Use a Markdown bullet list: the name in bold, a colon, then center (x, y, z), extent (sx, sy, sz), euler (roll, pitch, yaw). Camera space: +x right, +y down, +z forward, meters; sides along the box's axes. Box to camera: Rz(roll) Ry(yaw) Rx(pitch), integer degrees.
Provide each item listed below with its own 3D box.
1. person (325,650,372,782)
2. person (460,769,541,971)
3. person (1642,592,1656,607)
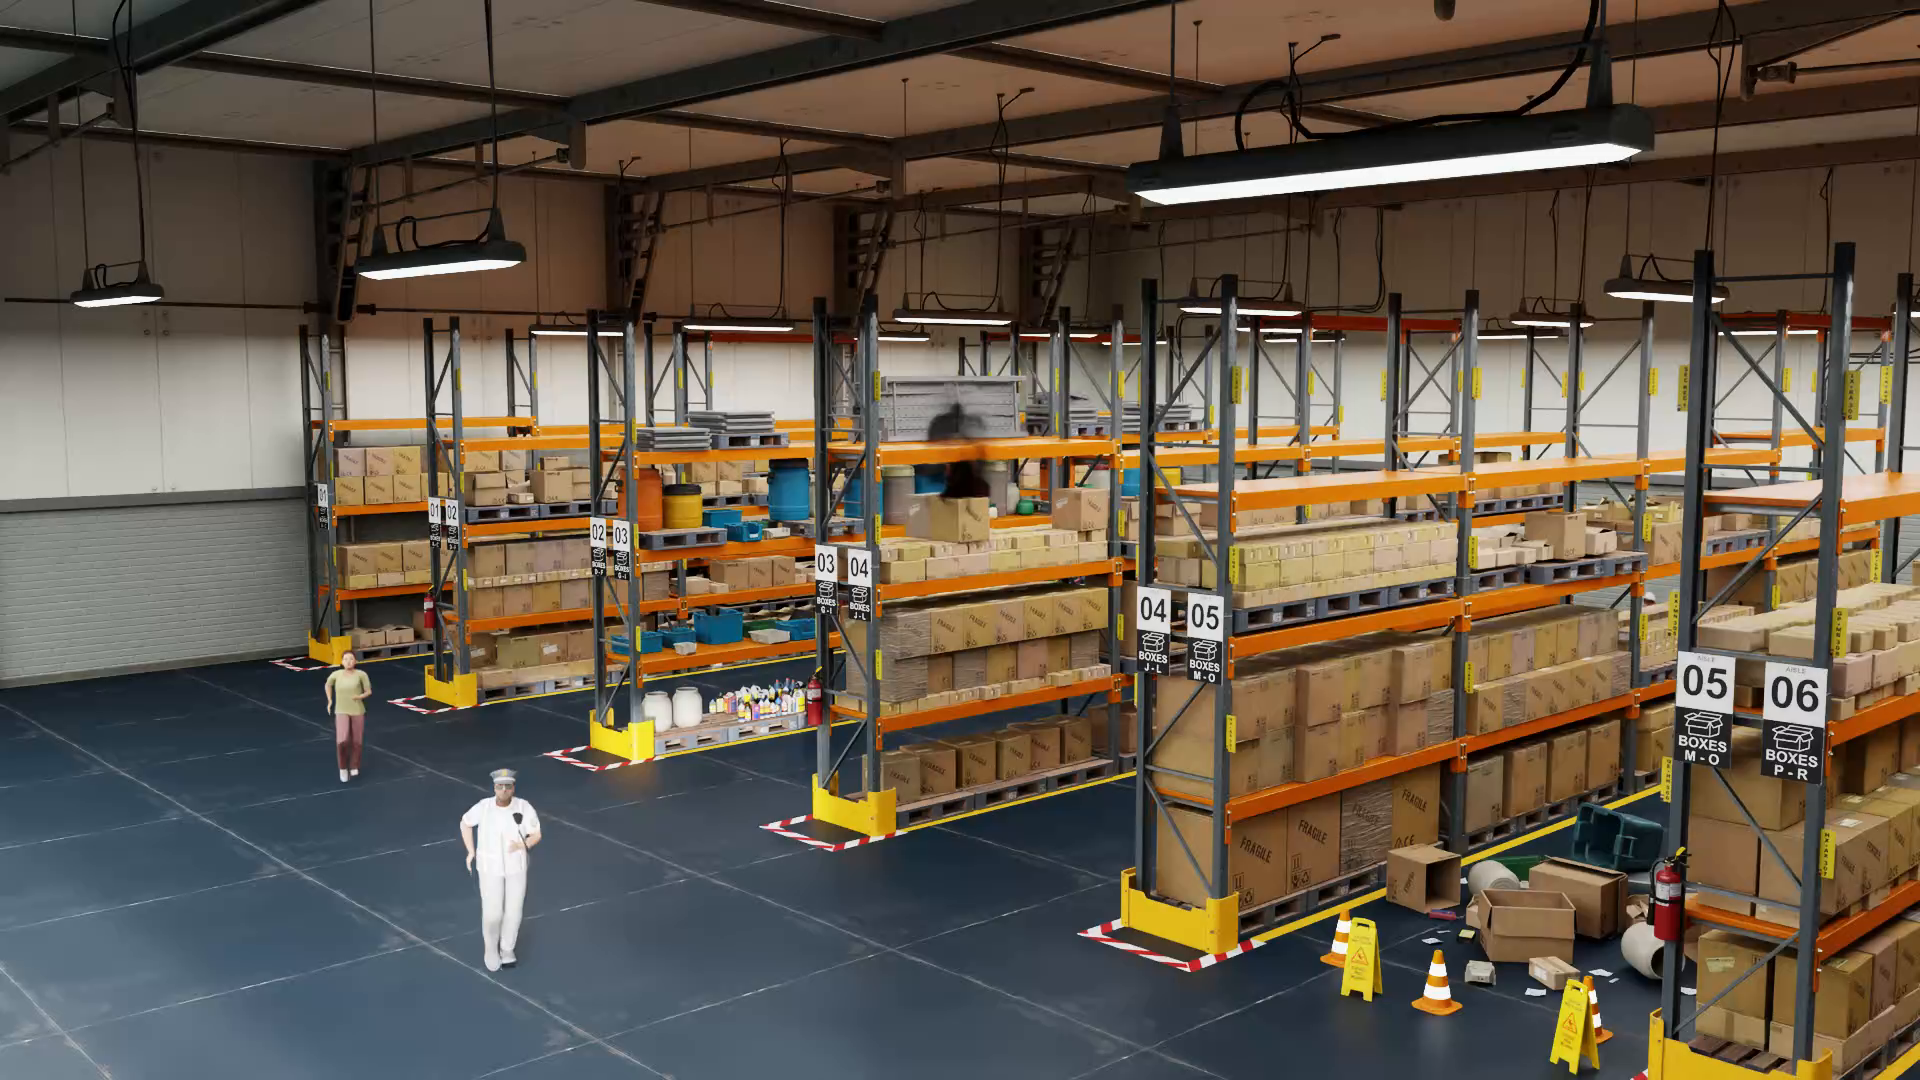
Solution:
- **person**: center (-7.710, 2.215, 21.001), extent (0.552, 1.669, 0.667), euler (-2, 6, -20)
- **person**: center (-3.936, 2.842, 14.339), extent (0.651, 1.769, 0.655), euler (-2, 6, -21)
- **person**: center (10.622, 1.707, 25.607), extent (0.900, 1.838, 0.581), euler (-6, 8, -44)
